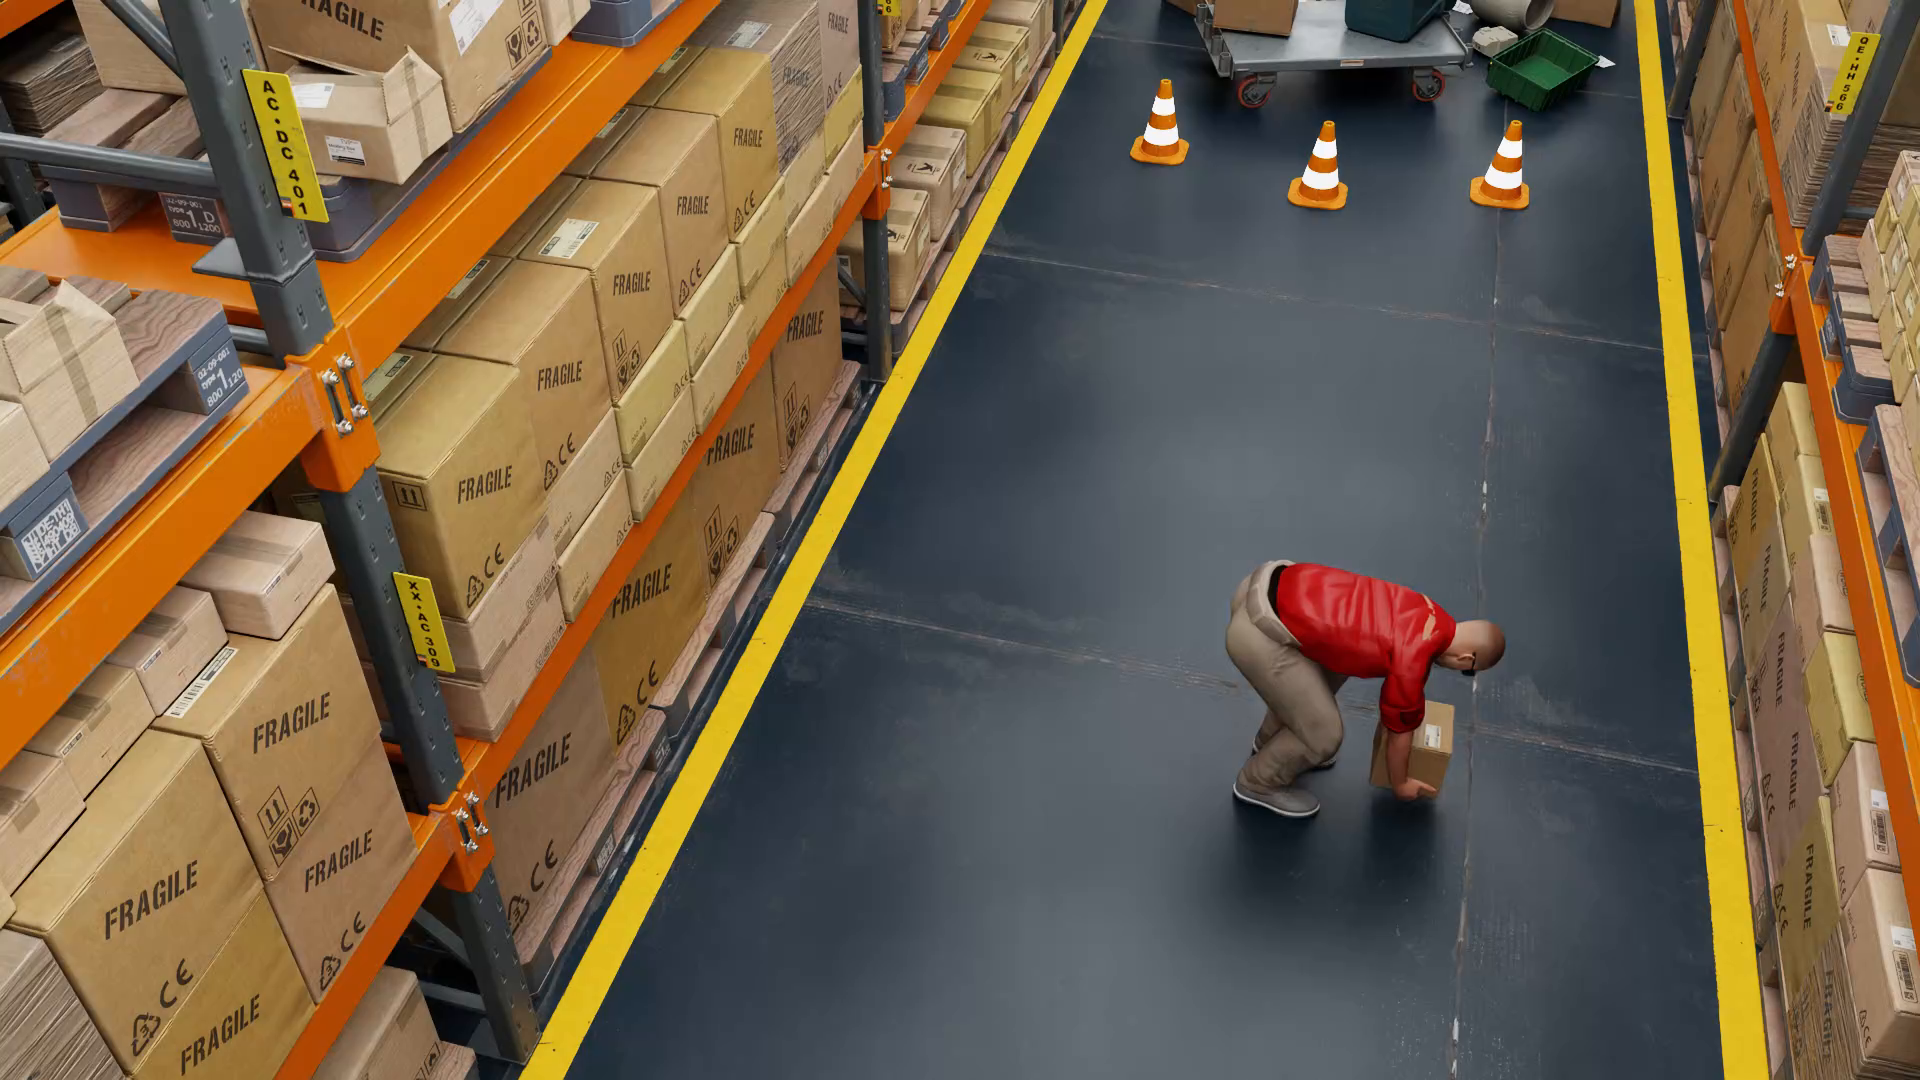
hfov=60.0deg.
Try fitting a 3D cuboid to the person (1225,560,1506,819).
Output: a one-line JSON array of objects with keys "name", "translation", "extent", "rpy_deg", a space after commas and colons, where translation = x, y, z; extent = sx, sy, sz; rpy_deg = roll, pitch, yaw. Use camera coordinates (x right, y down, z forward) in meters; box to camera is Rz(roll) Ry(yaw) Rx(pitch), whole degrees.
[{"name": "person", "translation": [1.429, 0.559, 6.071], "extent": [0.962, 1.014, 0.506], "rpy_deg": [8, 41, 9]}]
